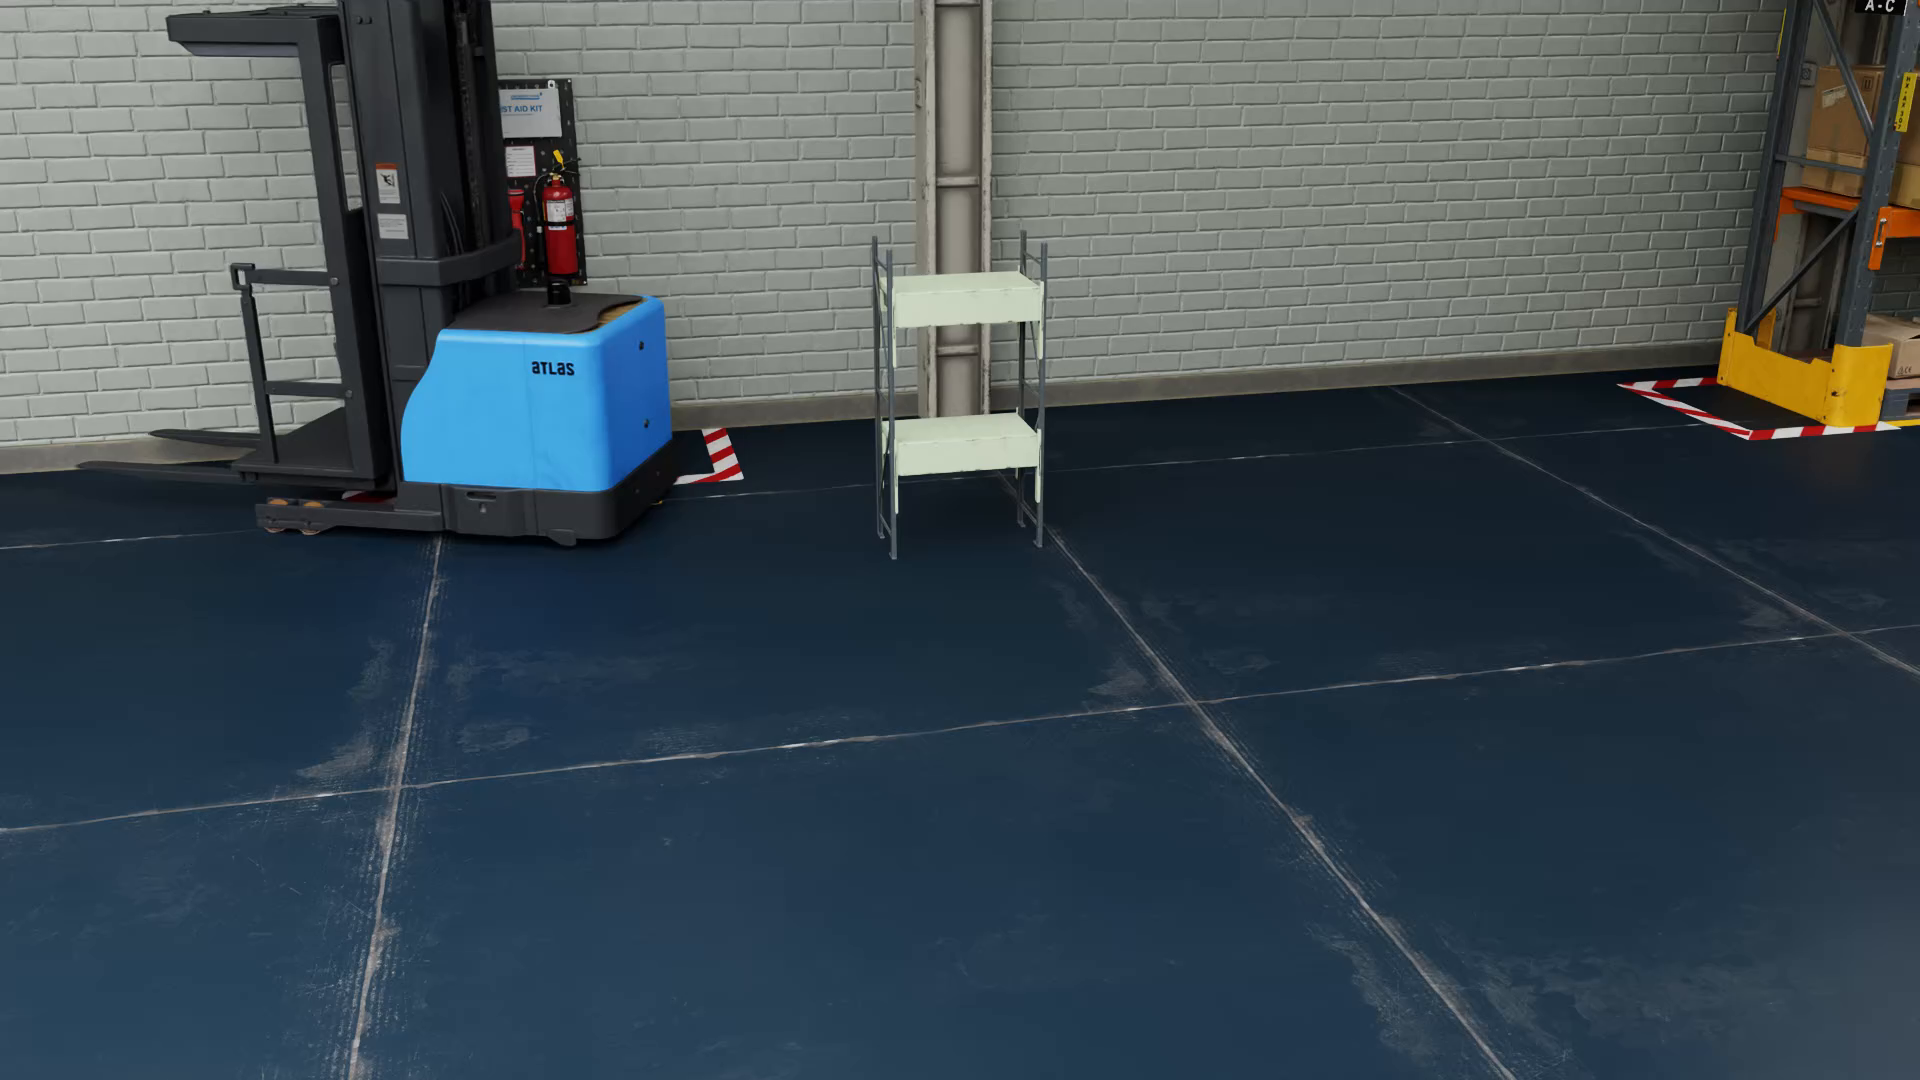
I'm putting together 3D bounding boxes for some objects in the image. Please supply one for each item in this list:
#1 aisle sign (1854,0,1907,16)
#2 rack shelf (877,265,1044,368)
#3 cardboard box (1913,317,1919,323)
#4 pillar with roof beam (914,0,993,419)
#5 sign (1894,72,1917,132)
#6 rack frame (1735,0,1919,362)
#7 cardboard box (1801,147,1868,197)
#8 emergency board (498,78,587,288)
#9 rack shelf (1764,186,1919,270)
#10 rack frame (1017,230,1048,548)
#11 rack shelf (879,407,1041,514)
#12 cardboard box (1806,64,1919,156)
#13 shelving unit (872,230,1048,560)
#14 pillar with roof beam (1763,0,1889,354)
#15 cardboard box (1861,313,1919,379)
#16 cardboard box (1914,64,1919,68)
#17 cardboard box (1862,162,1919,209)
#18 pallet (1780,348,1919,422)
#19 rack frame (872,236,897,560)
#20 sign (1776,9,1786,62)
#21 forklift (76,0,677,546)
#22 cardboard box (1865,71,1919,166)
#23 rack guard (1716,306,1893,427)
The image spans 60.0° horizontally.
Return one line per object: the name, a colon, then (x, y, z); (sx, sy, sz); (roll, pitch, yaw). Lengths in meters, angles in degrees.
aisle sign: (5.317, -3.412, 9.488); (0.004, 0.787, 0.394); (-5, 21, -12)
rack shelf: (-0.006, -1.070, 7.921); (0.720, 0.370, 0.431); (-5, 21, -12)
cardboard box: (6.567, -1.311, 10.802); (0.500, 0.311, 0.500); (-3, 20, -8)
pillar with roof beam: (0.952, -3.543, 4.904); (0.400, 9.000, 9.100); (-5, 21, -12)
sign: (5.443, -2.522, 9.580); (0.005, 0.325, 0.100); (-5, 21, -12)
rack frame: (5.318, -2.297, 10.225); (0.127, 3.000, 1.000); (-5, 21, -12)
cardboard box: (5.728, -2.338, 10.525); (0.500, 0.250, 0.500); (-4, 21, -12)
emergency board: (-2.453, -1.984, 9.371); (0.643, 1.169, 0.194); (-5, 21, -12)
rack shelf: (7.264, -2.118, 10.780); (4.000, 0.370, 1.077); (-5, 21, -12)
rack frame: (0.350, -0.733, 8.134); (0.023, 1.500, 0.400); (-5, 21, -12)
rack shelf: (-0.006, -0.398, 8.167); (0.720, 0.370, 0.431); (-5, 21, -12)
cardboard box: (5.728, -2.697, 10.414); (0.500, 0.500, 0.500); (-5, 21, -13)
shelving unit: (-0.006, -0.704, 8.055); (0.755, 1.500, 0.431); (-5, 21, -12)
pillar with roof beam: (6.791, -4.018, 6.201); (0.400, 9.000, 9.100); (-5, 21, -12)
cardboard box: (6.012, -1.266, 10.679); (0.500, 0.311, 0.500); (-7, 21, -19)
cardboard box: (6.220, -2.733, 10.514); (0.500, 0.500, 0.500); (-4, 21, -12)
cardboard box: (5.866, -2.168, 10.062); (0.500, 0.250, 0.500); (-5, 21, -14)
pallet: (6.190, -1.046, 10.864); (1.213, 0.211, 1.003); (-5, 21, -12)
rack frame: (-0.363, -0.675, 7.976); (0.023, 1.500, 0.400); (-5, 21, -12)
sign: (5.210, -3.177, 10.483); (0.005, 0.325, 0.100); (-5, 21, -12)
forklift: (-3.094, -1.575, 8.352); (3.031, 2.935, 1.130); (4, 20, 10)
cardboard box: (5.851, -2.525, 9.946); (0.500, 0.500, 0.500); (-5, 21, -12)
rack guard: (5.392, -1.129, 10.671); (0.348, 0.500, 1.175); (-5, 21, -12)
